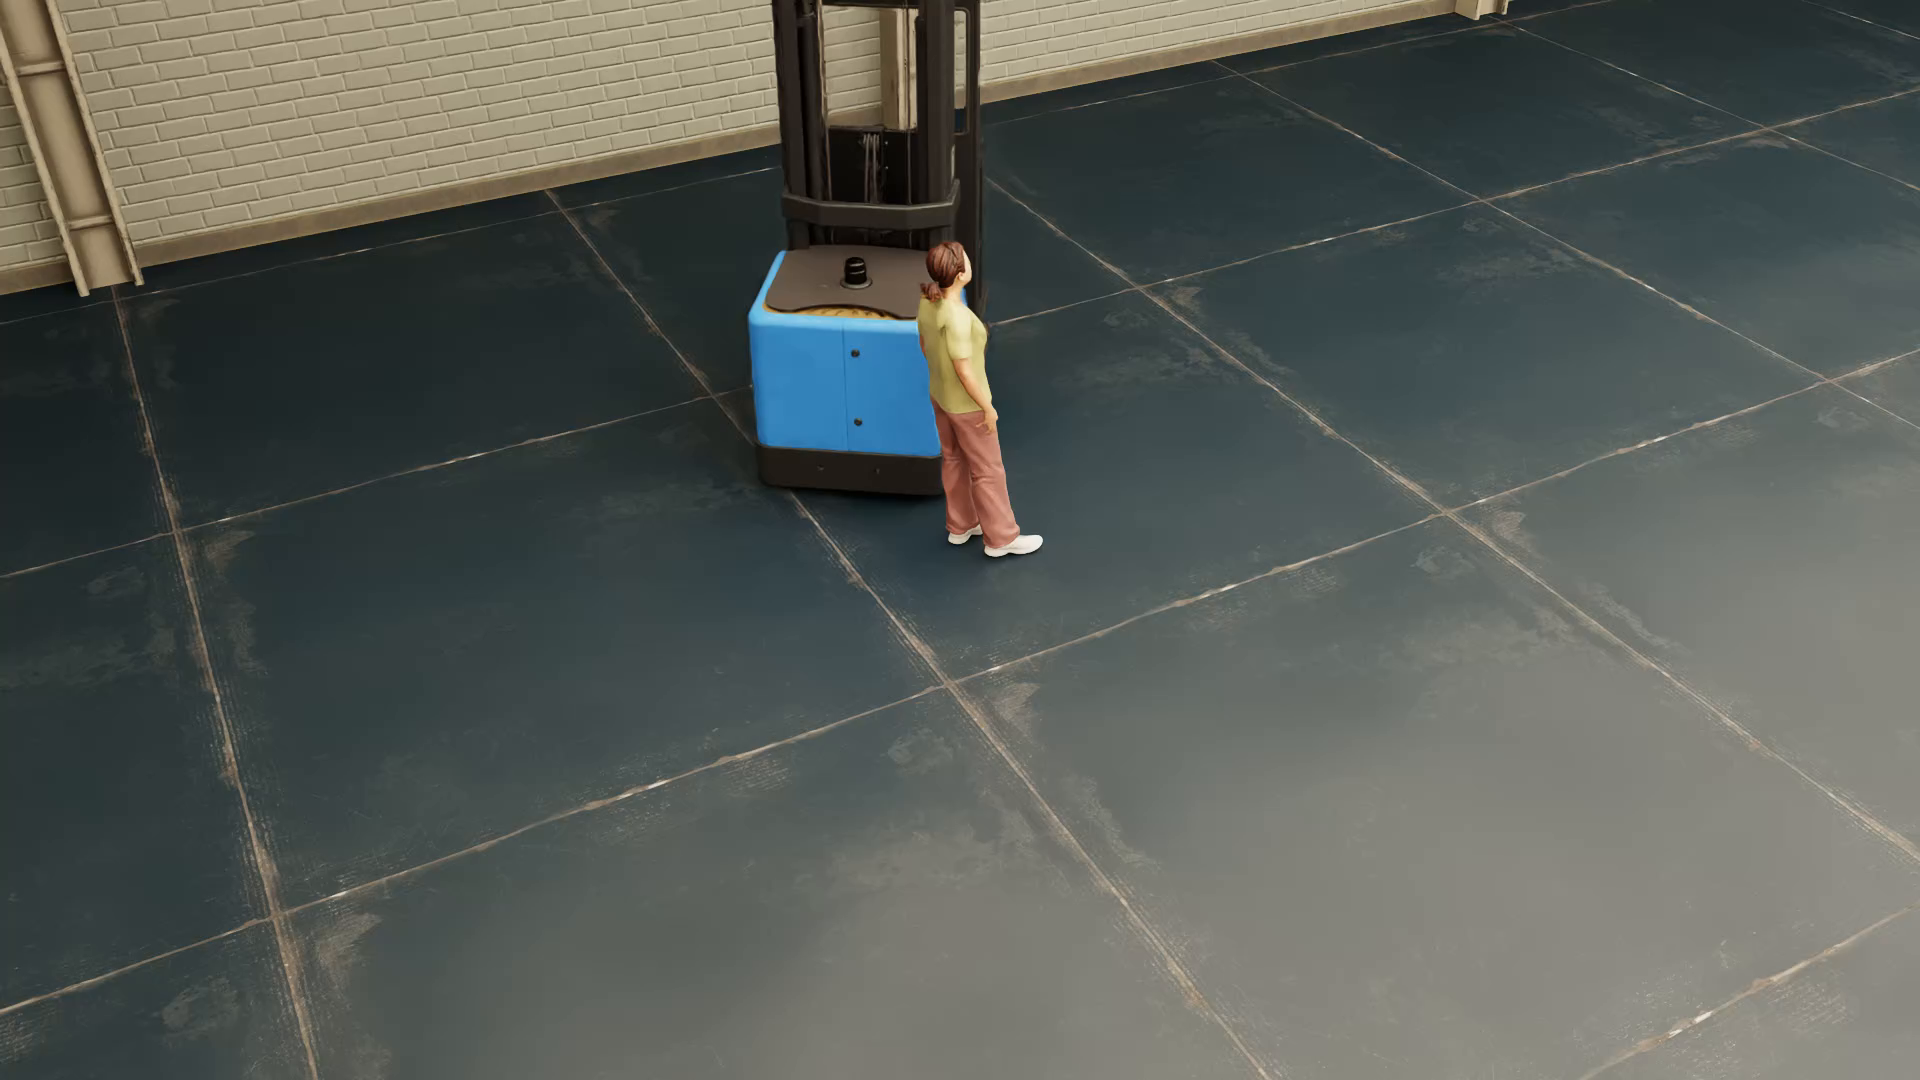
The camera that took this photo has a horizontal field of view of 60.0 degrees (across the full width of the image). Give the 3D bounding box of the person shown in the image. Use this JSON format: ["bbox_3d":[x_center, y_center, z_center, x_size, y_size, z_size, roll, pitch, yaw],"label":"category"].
[{"bbox_3d":[0.071,-0.704,8.194,0.548,1.673,0.553,-17,39,-23],"label":"person"}]

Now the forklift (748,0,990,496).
[{"bbox_3d":[-0.407,-2.271,9.336,1.130,2.935,3.031,4,35,6],"label":"forklift"}]
